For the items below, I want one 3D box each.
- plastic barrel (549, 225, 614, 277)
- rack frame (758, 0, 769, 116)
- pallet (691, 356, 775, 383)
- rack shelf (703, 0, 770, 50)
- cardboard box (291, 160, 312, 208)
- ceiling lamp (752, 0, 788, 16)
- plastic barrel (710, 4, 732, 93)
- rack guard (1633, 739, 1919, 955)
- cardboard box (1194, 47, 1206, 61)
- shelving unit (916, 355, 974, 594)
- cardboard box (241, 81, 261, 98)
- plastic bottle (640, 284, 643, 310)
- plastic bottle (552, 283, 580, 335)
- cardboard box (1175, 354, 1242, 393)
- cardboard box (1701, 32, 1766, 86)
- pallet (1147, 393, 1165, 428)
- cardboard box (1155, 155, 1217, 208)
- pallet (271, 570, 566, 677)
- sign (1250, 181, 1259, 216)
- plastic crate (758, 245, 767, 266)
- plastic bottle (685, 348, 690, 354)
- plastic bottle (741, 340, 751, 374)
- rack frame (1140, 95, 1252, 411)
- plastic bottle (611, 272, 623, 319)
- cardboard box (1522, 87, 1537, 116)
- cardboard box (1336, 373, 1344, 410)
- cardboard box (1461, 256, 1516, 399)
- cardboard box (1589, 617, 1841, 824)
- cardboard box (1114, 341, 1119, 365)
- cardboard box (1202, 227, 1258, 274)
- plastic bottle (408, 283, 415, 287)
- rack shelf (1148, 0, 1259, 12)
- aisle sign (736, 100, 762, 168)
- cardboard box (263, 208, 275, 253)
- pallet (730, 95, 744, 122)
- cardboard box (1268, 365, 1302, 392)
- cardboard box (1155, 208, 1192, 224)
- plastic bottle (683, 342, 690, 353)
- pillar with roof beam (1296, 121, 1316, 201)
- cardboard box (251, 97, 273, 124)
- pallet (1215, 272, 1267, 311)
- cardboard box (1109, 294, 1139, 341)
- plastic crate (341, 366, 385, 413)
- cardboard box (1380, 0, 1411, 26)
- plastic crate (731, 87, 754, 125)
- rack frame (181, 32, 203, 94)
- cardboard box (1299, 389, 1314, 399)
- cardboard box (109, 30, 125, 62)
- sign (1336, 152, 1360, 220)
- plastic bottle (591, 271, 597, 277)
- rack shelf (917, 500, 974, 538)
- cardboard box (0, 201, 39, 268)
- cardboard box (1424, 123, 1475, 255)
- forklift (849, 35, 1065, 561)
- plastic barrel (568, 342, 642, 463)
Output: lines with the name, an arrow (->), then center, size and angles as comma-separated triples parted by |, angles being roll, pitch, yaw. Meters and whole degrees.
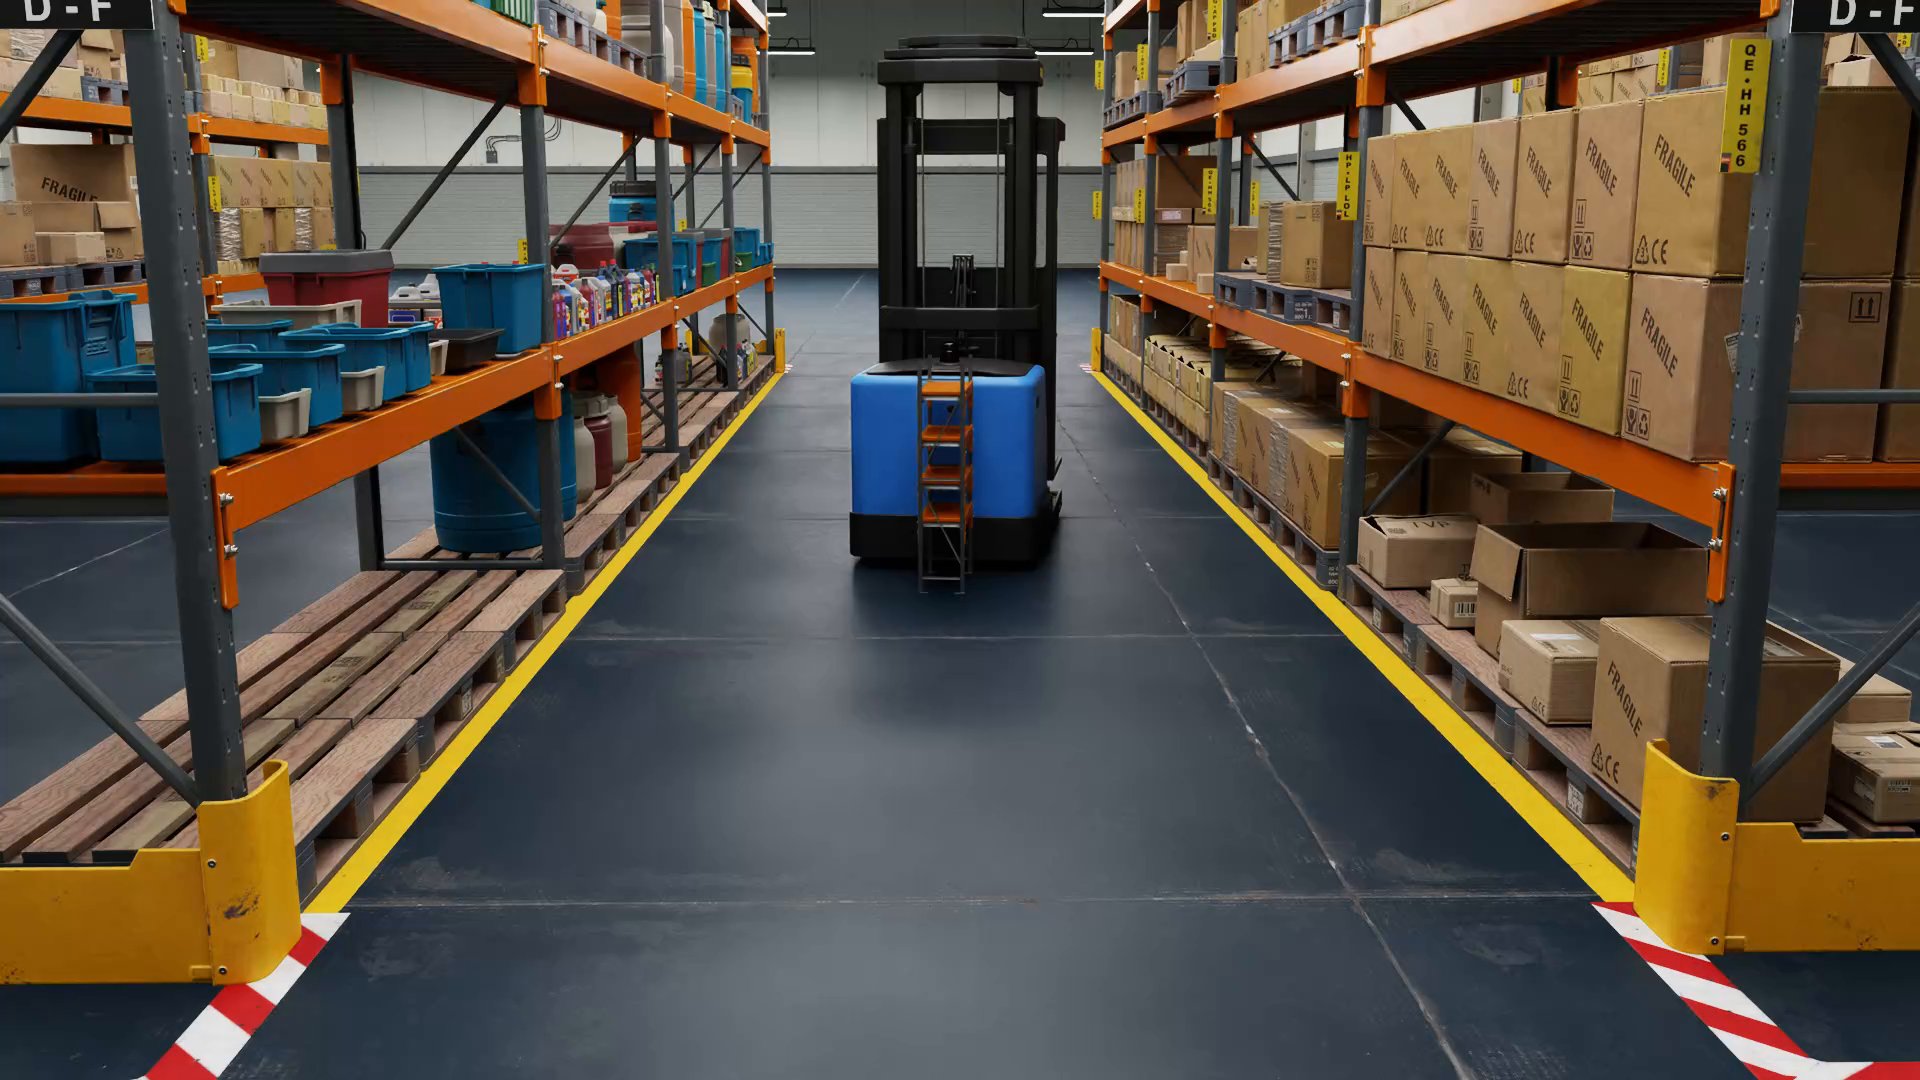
plastic barrel -> -2.902, -2.094, 12.494 | 0.600, 0.536, 0.708 | 0, 11, -1
rack frame -> -2.755, -6.467, 19.301 | 1.000, 3.000, 0.127 | 0, 11, -1
pallet -> -2.695, -1.983, 19.305 | 1.003, 0.211, 1.213 | 0, 11, -1
rack shelf -> -2.713, -5.520, 17.452 | 1.077, 0.370, 4.000 | 0, 11, -1
cardboard box -> -7.424, -3.884, 18.144 | 0.500, 0.500, 0.500 | 0, 11, -1
ceiling lamp -> -4.620, -12.566, 34.686 | 2.000, 3.185, 0.800 | 0, 11, -1
plastic barrel -> -2.586, -4.851, 16.566 | 0.600, 0.901, 0.708 | 0, 11, -1
rack guard -> 2.527, 0.844, 4.640 | 1.175, 0.500, 0.348 | 0, 11, -1
cardboard box -> 2.259, -3.973, 13.875 | 0.500, 0.250, 0.500 | -1, 12, -6
shelving unit -> -0.075, -0.356, 8.797 | 0.258, 1.200, 0.503 | 1, 12, 5
cardboard box -> -7.347, -4.577, 16.907 | 0.380, 0.149, 0.250 | 0, 11, -2
plastic bottle -> -2.160, -1.633, 11.065 | 0.097, 0.201, 0.097 | 0, 11, 0
plastic bottle -> -2.143, -1.247, 8.972 | 0.152, 0.276, 0.135 | 0, 11, -1
cardboard box -> 2.081, -1.396, 13.843 | 0.500, 0.311, 0.500 | 0, 11, -2
cardboard box -> 7.164, -4.388, 15.291 | 0.500, 0.500, 0.500 | 1, 12, 7
pallet -> 2.334, -1.238, 15.631 | 1.003, 0.211, 1.213 | 0, 11, -1
cardboard box -> 2.265, -3.524, 16.370 | 0.700, 0.500, 0.500 | 0, 11, -1
pallet -> -2.453, 0.372, 7.697 | 1.003, 0.211, 1.213 | 0, 11, -1
sign -> 2.823, -3.284, 15.988 | 0.100, 0.325, 0.005 | 0, 11, -1
plastic crate -> -2.438, -3.226, 18.791 | 0.499, 0.251, 0.408 | 0, 11, -1
plastic bottle -> -2.877, -1.878, 17.496 | 0.061, 0.283, 0.133 | 0, 11, -1
plastic bottle -> -2.287, -1.933, 17.598 | 0.144, 0.351, 0.185 | 0, 11, -2
rack frame -> 2.280, -2.751, 16.075 | 1.000, 3.000, 0.127 | 0, 11, -1
plastic bottle -> -2.124, -1.510, 10.251 | 0.061, 0.283, 0.133 | 0, 11, -1
cardboard box -> 6.907, -5.029, 19.455 | 0.500, 0.500, 0.500 | 0, 11, 0
cardboard box -> 2.648, -0.914, 10.317 | 0.500, 0.250, 0.500 | 0, 11, -2
cardboard box -> 2.217, -0.805, 6.231 | 0.500, 0.500, 0.500 | 0, 11, -2
cardboard box -> 2.271, 0.537, 5.049 | 0.500, 0.500, 0.500 | 0, 11, -1
cardboard box -> 2.010, -2.098, 18.716 | 0.500, 0.250, 0.500 | 0, 11, -1
cardboard box -> 2.312, -2.338, 13.789 | 0.500, 0.500, 0.500 | -1, 11, -4
plastic bottle -> -2.889, -1.207, 8.756 | 0.061, 0.283, 0.133 | 0, 11, -1
rack shelf -> 2.322, -4.745, 13.630 | 1.077, 0.370, 4.000 | 0, 11, -1
aisle sign -> -2.459, -4.816, 19.715 | 0.394, 0.787, 0.004 | 0, 11, -1
cardboard box -> -7.658, -3.194, 17.259 | 0.875, 0.500, 0.500 | 0, 11, -1
pallet -> -2.785, -4.252, 16.404 | 1.213, 0.211, 1.003 | 0, 11, -1
cardboard box -> 2.646, -1.194, 12.850 | 0.500, 0.311, 0.500 | 0, 11, 1
cardboard box -> 2.060, -3.171, 16.262 | 0.380, 0.149, 0.250 | 0, 11, -1
plastic bottle -> -3.029, -2.043, 18.342 | 0.097, 0.271, 0.097 | 0, 11, 0
pillar with roof beam -> 3.353, -9.932, 36.383 | 9.100, 9.000, 0.548 | 0, 11, -1
cardboard box -> -7.393, -4.402, 17.046 | 0.500, 0.250, 0.500 | -1, 11, -3
pallet -> 2.447, -1.727, 11.512 | 1.213, 0.211, 1.003 | 0, 11, -1
cardboard box -> 1.998, -2.565, 19.131 | 0.500, 0.500, 0.500 | 0, 11, -1
plastic crate -> -2.038, -0.496, 5.470 | 0.250, 0.136, 0.298 | 0, 11, -1
cardboard box -> 2.208, -2.460, 7.471 | 0.500, 0.250, 0.500 | 0, 11, -1
plastic crate -> -2.414, -4.611, 17.738 | 0.392, 0.384, 0.575 | 0, 11, -1
rack frame -> -7.624, -5.651, 15.281 | 1.000, 3.000, 0.127 | 0, 11, -1
cardboard box -> 2.617, -0.761, 11.448 | 0.500, 0.500, 0.500 | 0, 11, 1
cardboard box -> -7.713, -4.344, 15.065 | 0.797, 0.503, 0.637 | -1, 11, -4
sign -> 1.891, -1.725, 8.106 | 0.100, 0.325, 0.005 | 0, 11, -1
plastic bottle -> -2.271, -1.536, 10.379 | 0.061, 0.283, 0.133 | 0, 11, -1
rack shelf -> -0.075, -0.096, 8.849 | 0.258, 0.148, 0.480 | 1, 12, 5
cardboard box -> -7.704, -2.388, 12.980 | 0.700, 0.500, 0.500 | 1, 12, 7
cardboard box -> 2.195, -1.400, 6.650 | 0.500, 0.500, 0.500 | -1, 11, -3
forklift -> 0.076, -1.560, 10.377 | 1.130, 2.935, 3.031 | 1, 12, 7
plastic barrel -> -2.562, -0.981, 11.754 | 0.600, 0.830, 0.708 | 0, 11, -1
